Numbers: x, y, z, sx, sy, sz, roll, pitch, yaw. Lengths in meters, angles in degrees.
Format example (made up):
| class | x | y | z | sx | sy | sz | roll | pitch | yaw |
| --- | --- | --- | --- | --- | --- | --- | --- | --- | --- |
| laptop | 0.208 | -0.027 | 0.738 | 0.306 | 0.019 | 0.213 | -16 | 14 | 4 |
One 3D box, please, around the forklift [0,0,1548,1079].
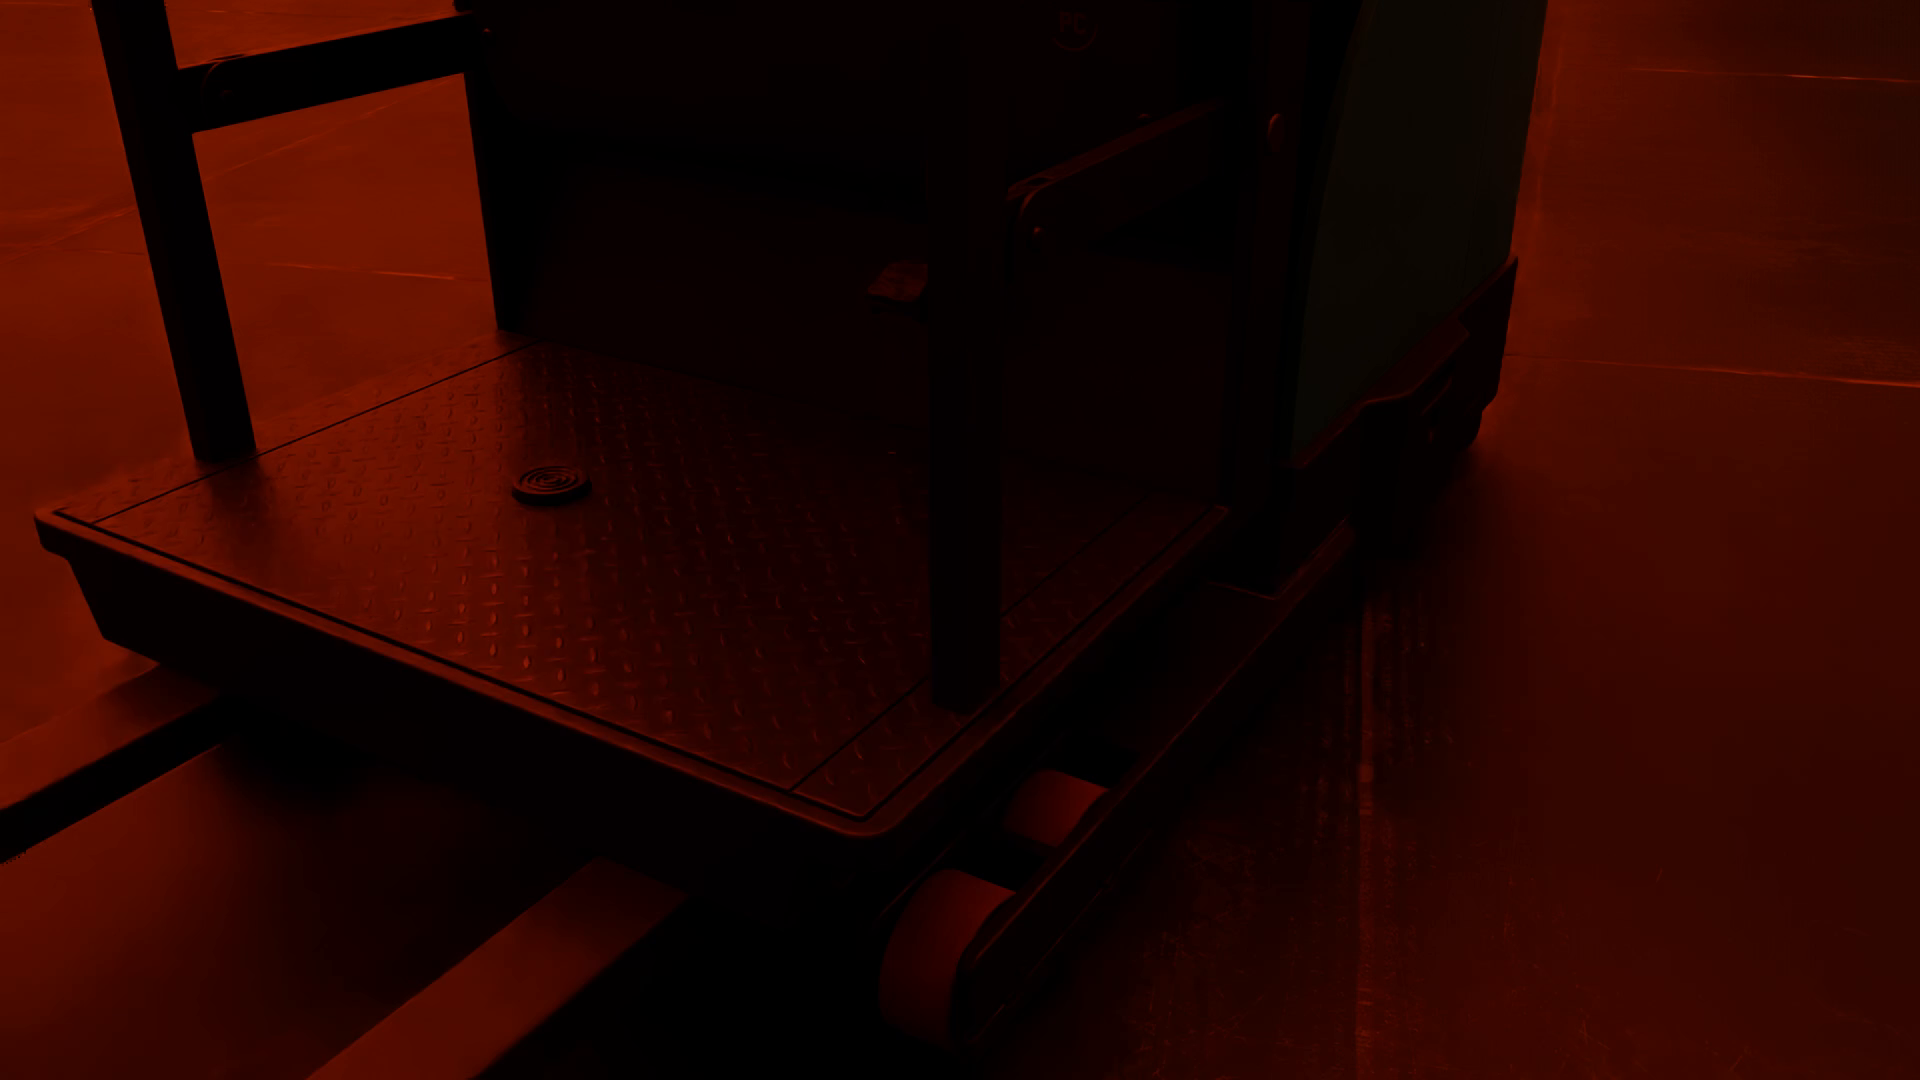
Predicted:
| class | x | y | z | sx | sy | sz | roll | pitch | yaw |
| --- | --- | --- | --- | --- | --- | --- | --- | --- | --- |
| forklift | -0.278 | -1.071 | 1.368 | 1.130 | 2.935 | 3.031 | 15 | 31 | 28 |
